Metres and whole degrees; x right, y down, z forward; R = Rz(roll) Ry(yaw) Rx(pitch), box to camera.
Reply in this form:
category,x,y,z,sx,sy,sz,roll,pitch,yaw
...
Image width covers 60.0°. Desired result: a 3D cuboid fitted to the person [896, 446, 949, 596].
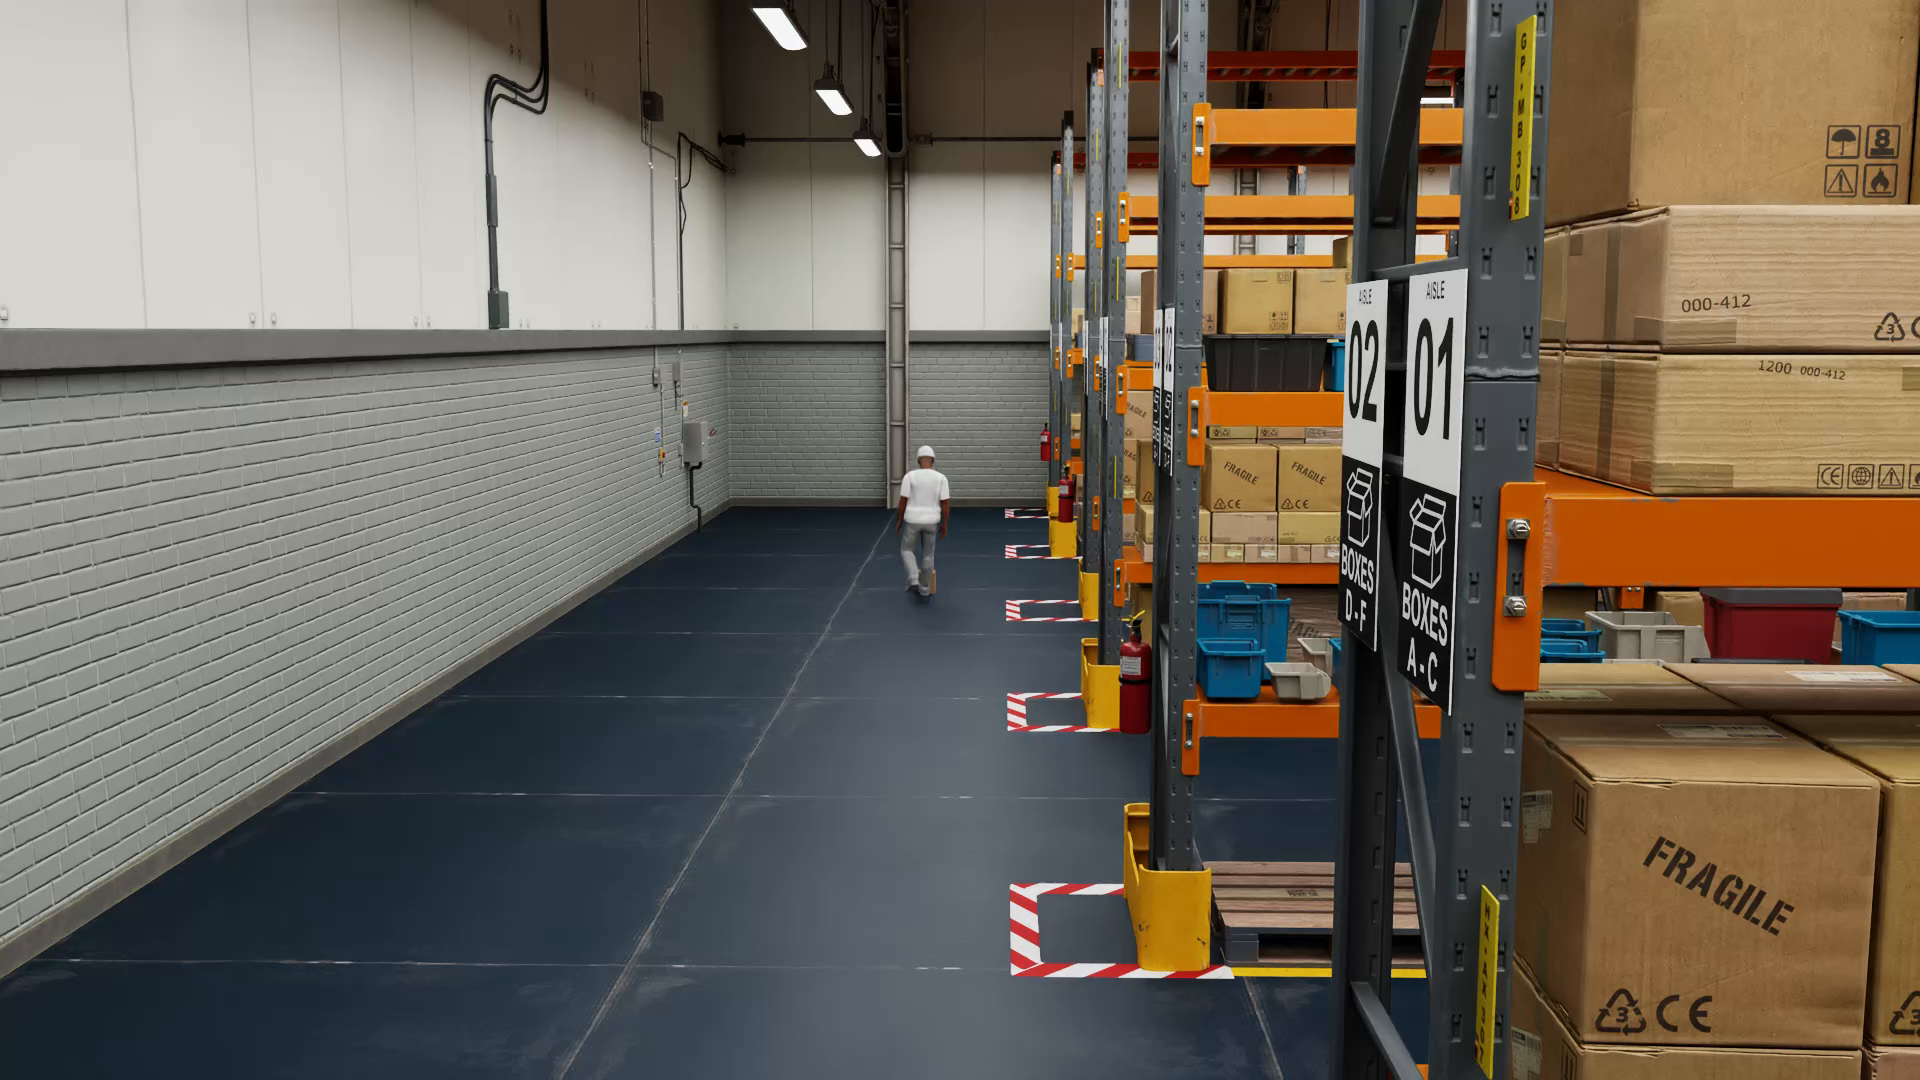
category,x,y,z,sx,sy,sz,roll,pitch,yaw
person,-0.445,-0.212,19.242,0.604,1.765,0.672,-1,7,-10
